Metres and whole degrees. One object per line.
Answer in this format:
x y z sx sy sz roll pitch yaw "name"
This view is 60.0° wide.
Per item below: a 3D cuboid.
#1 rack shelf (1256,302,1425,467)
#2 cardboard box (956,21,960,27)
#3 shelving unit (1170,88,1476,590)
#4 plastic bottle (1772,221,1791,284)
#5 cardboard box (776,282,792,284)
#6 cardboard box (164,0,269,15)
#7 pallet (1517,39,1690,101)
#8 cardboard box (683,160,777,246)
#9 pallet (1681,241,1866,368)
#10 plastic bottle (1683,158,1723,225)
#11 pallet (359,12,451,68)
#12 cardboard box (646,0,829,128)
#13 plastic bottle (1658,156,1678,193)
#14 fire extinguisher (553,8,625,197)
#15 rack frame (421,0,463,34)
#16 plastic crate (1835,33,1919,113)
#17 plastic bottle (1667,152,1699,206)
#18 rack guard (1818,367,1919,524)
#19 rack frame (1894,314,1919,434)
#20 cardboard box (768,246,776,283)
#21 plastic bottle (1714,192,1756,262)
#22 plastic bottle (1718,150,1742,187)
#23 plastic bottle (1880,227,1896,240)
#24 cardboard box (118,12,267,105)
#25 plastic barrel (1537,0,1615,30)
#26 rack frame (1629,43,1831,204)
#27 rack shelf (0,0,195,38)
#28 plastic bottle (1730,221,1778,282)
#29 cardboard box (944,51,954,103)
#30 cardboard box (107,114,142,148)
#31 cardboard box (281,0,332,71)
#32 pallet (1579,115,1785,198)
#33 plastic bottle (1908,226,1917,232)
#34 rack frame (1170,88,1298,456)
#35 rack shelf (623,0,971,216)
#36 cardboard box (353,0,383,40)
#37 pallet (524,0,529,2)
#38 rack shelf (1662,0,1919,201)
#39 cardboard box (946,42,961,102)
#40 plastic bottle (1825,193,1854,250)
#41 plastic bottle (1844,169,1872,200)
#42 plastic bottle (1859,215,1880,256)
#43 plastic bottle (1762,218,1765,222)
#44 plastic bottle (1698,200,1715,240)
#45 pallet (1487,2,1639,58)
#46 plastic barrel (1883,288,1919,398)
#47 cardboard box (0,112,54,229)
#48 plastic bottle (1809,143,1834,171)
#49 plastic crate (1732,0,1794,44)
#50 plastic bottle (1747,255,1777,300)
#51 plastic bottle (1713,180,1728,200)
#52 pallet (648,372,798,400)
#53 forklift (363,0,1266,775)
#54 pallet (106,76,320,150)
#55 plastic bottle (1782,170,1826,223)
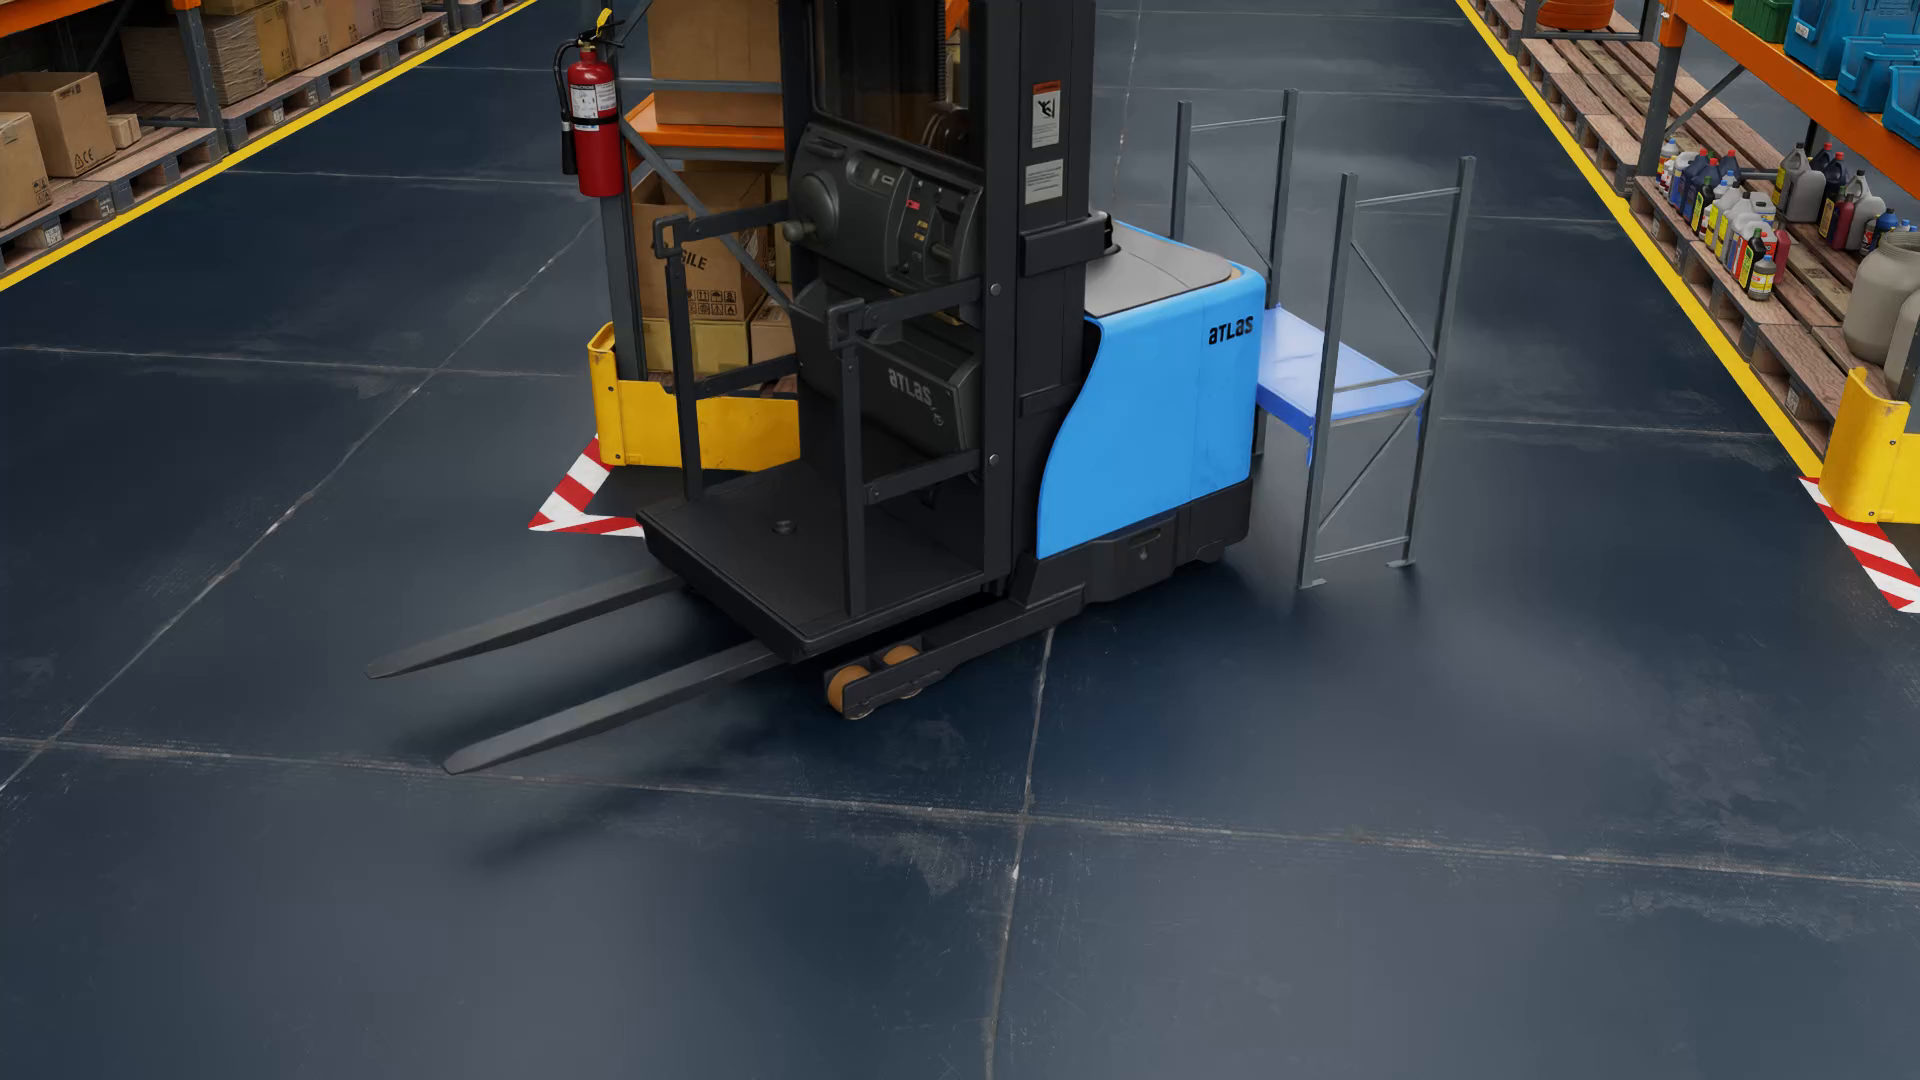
1.233 -0.598 6.159 0.538 0.185 1.000 -12 30 -21 "rack shelf"
0.027 -3.454 11.363 0.500 0.311 0.500 2 28 5 "cardboard box"
1.233 -0.757 6.073 0.538 1.500 1.048 -12 30 -21 "shelving unit"
3.979 -1.400 8.086 0.061 0.283 0.133 3 28 6 "plastic bottle"
-0.546 -1.140 7.660 0.500 0.250 0.500 3 28 6 "cardboard box"
-5.193 -3.838 11.592 0.500 0.250 0.500 3 28 5 "cardboard box"
4.872 -3.577 12.667 1.003 0.211 1.213 3 28 6 "pallet"
-1.012 -1.737 7.976 0.500 0.500 0.500 3 28 6 "cardboard box"
4.245 -1.167 8.193 1.003 0.211 1.213 3 28 6 "pallet"
3.982 -1.867 8.881 0.144 0.351 0.185 2 28 4 "plastic bottle"
-4.924 -4.147 13.725 1.003 0.211 1.213 3 28 6 "pallet"
-0.820 -1.954 6.608 0.700 0.500 0.500 3 28 6 "cardboard box"
4.029 -2.073 9.422 0.097 0.201 0.097 0 28 0 "plastic bottle"
-1.366 -1.628 6.191 0.296 0.674 0.183 3 28 6 "fire extinguisher"
-4.827 -5.743 13.747 1.000 3.000 0.127 3 28 6 "rack frame"
3.875 -1.894 6.760 0.499 0.251 0.408 3 28 6 "plastic crate"
4.029 -2.000 9.208 0.152 0.276 0.135 4 29 8 "plastic bottle"
3.988 -0.339 6.352 1.175 0.500 0.348 3 28 6 "rack guard"
4.025 -1.401 5.688 1.000 3.000 0.127 3 28 6 "rack frame"
-1.068 -1.171 7.717 0.500 0.250 0.500 3 28 6 "cardboard box"
3.907 -1.579 8.348 0.144 0.351 0.185 5 29 8 "plastic bottle"
4.148 -1.947 9.031 0.144 0.351 0.185 3 28 6 "plastic bottle"
4.623 -1.453 8.271 0.097 0.201 0.097 0 28 0 "plastic bottle"
-5.243 -3.300 11.385 0.700 0.500 0.500 4 29 8 "cardboard box"
5.049 -4.628 13.522 0.600 0.830 0.708 3 28 6 "plastic barrel"
4.516 -3.284 9.183 1.000 3.000 0.127 3 28 6 "rack frame"
-5.562 -2.602 8.675 1.077 0.370 4.000 3 28 6 "rack shelf"
3.873 -1.403 8.099 0.152 0.276 0.135 4 29 7 "plastic bottle"
-0.313 -2.412 9.231 0.500 0.500 0.500 3 28 6 "cardboard box"
-5.353 -2.552 10.349 0.380 0.166 0.250 0 28 0 "cardboard box"
-5.127 -3.784 12.283 0.700 0.500 0.500 4 29 7 "cardboard box"
4.573 -2.428 10.535 1.003 0.211 1.213 3 28 6 "pallet"
4.599 -1.390 8.081 0.097 0.271 0.097 0 28 0 "plastic bottle"
1.029 -0.978 6.483 0.500 1.500 0.032 -12 30 -21 "rack frame"
-0.645 -2.315 8.144 1.077 0.370 4.000 3 28 6 "rack shelf"
-5.042 -4.258 13.163 0.700 0.500 0.500 3 28 6 "cardboard box"
-4.503 -5.454 16.152 1.003 0.211 1.213 3 28 6 "pallet"
4.270 -2.026 7.606 1.077 0.370 4.000 3 28 6 "rack shelf"
-0.102 -2.975 10.474 0.500 0.311 0.500 3 29 6 "cardboard box"
4.530 -1.649 8.549 0.061 0.283 0.133 3 28 6 "plastic bottle"
4.660 -1.749 8.663 0.144 0.351 0.185 3 28 6 "plastic bottle"
4.648 -1.550 8.451 0.097 0.201 0.097 0 28 0 "plastic bottle"
4.032 -1.527 8.408 0.097 0.201 0.097 0 28 0 "plastic bottle"
3.924 -1.669 8.672 0.097 0.201 0.097 0 28 0 "plastic bottle"
5.061 -4.313 14.033 1.003 0.211 1.213 3 28 6 "pallet"
4.030 -0.805 6.762 0.421 0.512 0.421 0 28 0 "plastic barrel"
-5.424 -2.001 8.974 0.700 0.500 0.500 2 28 3 "cardboard box"
4.723 -1.992 9.113 0.144 0.351 0.185 3 28 5 "plastic bottle"
4.069 -2.568 8.078 0.450 0.188 0.662 3 28 6 "plastic crate"
3.815 -1.253 7.899 0.097 0.201 0.097 0 28 0 "plastic bottle"
4.001 -1.760 8.768 0.097 0.271 0.097 0 28 0 "plastic bottle"
-0.838 -0.826 7.560 1.003 0.211 1.213 3 28 6 "pallet"
-0.411 -1.012 5.039 3.031 2.935 1.130 -20 34 -32 "forklift"
-5.223 -2.999 11.593 1.003 0.211 1.213 3 28 6 "pallet"
4.549 -1.865 8.957 0.152 0.276 0.135 3 28 6 "plastic bottle"
